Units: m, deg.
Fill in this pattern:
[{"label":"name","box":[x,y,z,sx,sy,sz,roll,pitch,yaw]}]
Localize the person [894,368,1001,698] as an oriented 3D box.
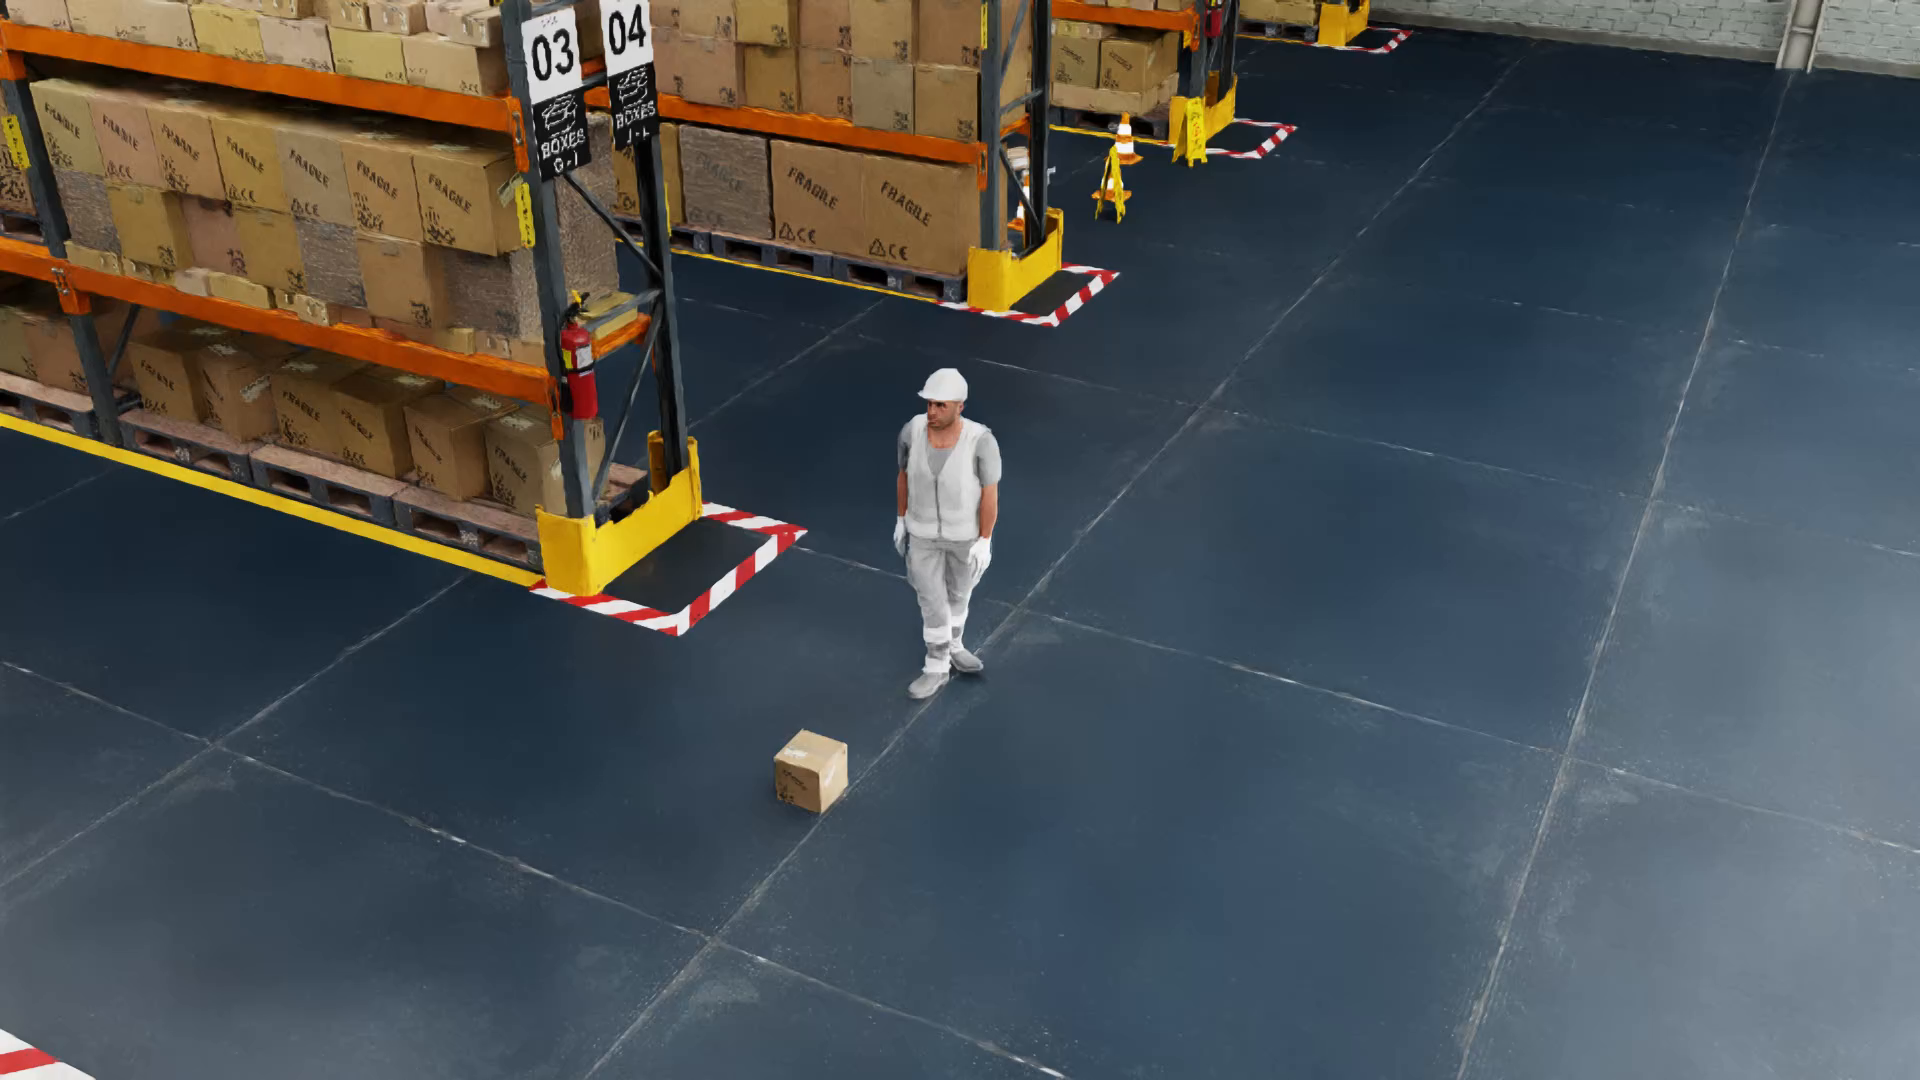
[{"label":"person","box":[-0.065,-0.048,8.330,0.546,1.792,0.485,4,30,8]}]
